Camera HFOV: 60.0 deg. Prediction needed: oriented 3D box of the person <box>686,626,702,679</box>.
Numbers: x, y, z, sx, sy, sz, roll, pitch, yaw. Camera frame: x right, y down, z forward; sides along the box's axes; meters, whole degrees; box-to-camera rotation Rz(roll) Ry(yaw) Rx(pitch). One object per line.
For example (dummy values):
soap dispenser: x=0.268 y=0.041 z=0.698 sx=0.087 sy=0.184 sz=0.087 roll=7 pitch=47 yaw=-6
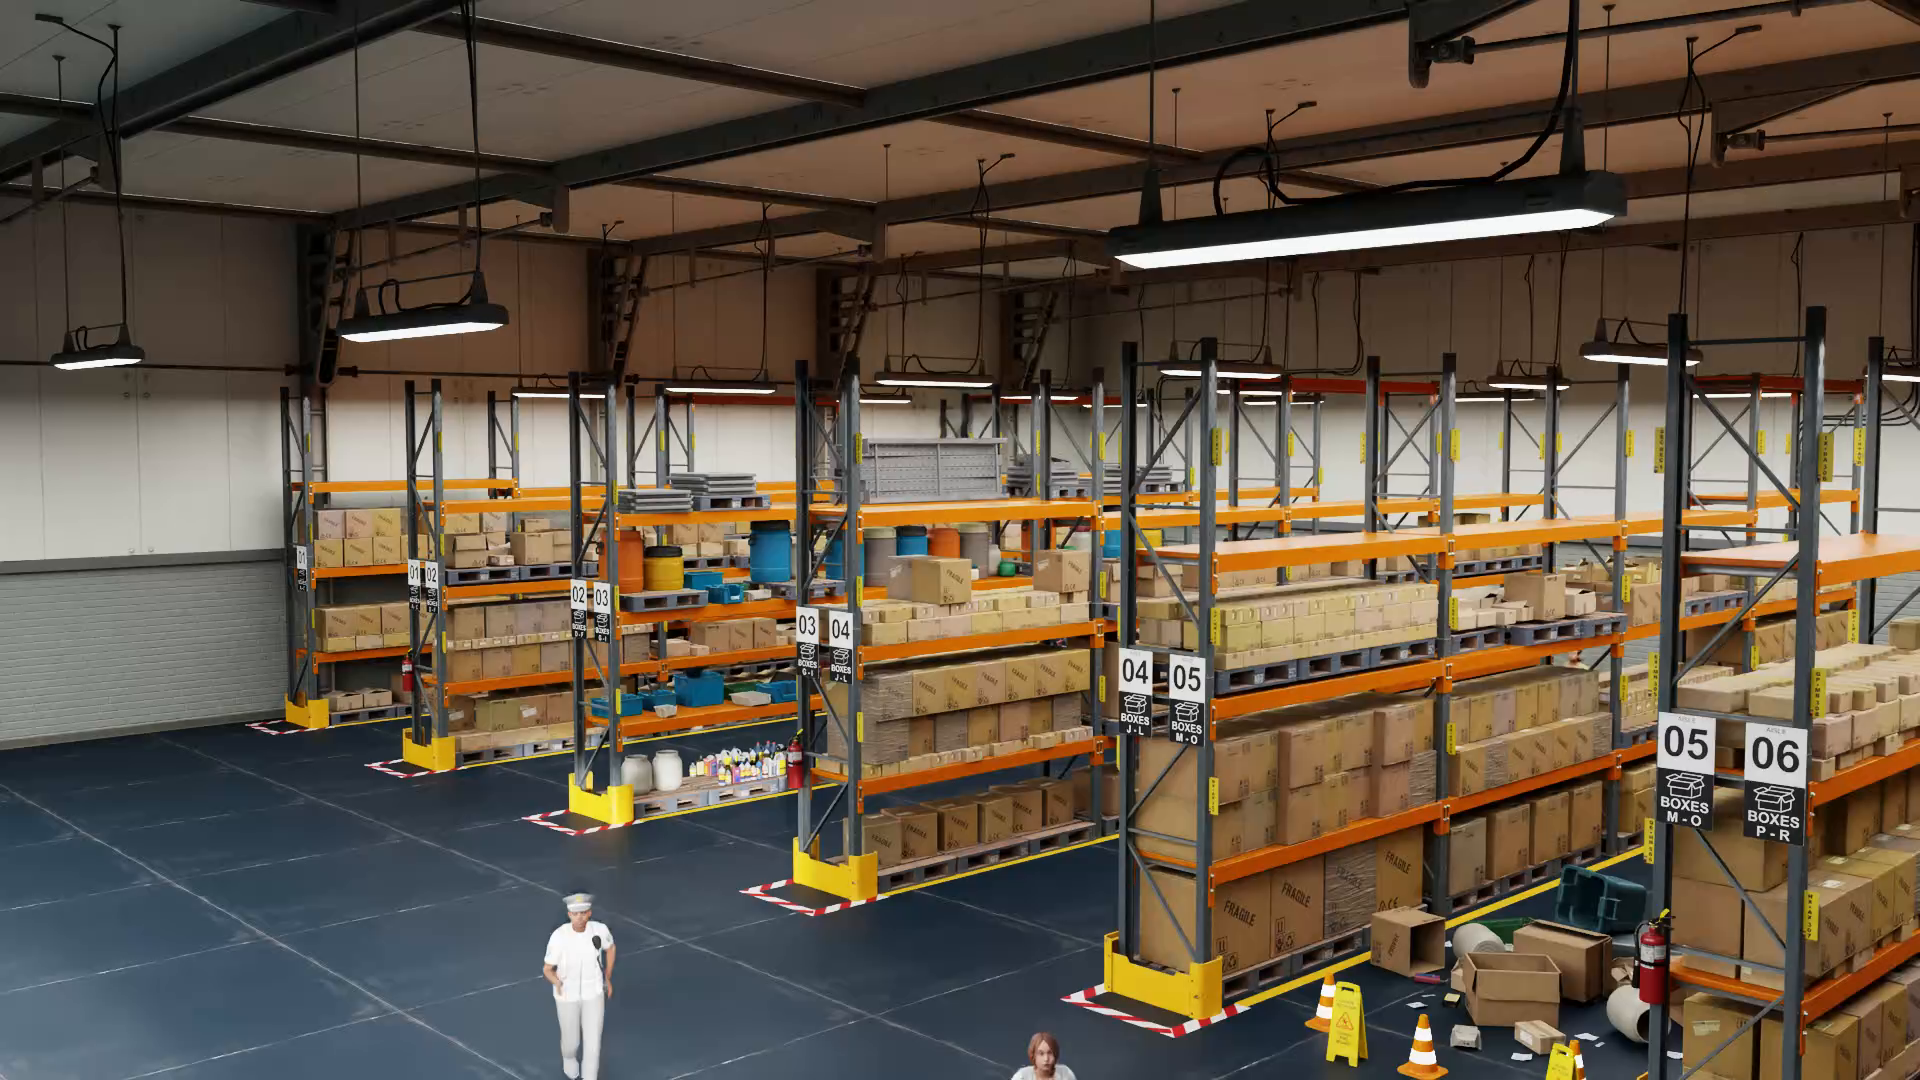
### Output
person: x=-4.972 y=2.386 z=31.320 sx=0.547 sy=1.584 sz=0.759 roll=3 pitch=5 yaw=43

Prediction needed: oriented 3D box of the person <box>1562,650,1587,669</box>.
person: x=10.013 y=2.595 z=27.182 sx=0.548 sy=1.728 sz=0.742 roll=3 pitch=5 yaw=36

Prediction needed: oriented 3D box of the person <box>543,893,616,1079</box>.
person: x=-2.927 y=3.506 z=12.827 sx=0.562 sy=1.682 sz=0.889 roll=-1 pitch=4 yaw=-16

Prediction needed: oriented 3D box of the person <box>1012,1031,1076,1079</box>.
person: x=0.507 y=3.737 z=10.015 sx=0.540 sy=1.561 sz=0.511 roll=0 pitch=4 yaw=1
